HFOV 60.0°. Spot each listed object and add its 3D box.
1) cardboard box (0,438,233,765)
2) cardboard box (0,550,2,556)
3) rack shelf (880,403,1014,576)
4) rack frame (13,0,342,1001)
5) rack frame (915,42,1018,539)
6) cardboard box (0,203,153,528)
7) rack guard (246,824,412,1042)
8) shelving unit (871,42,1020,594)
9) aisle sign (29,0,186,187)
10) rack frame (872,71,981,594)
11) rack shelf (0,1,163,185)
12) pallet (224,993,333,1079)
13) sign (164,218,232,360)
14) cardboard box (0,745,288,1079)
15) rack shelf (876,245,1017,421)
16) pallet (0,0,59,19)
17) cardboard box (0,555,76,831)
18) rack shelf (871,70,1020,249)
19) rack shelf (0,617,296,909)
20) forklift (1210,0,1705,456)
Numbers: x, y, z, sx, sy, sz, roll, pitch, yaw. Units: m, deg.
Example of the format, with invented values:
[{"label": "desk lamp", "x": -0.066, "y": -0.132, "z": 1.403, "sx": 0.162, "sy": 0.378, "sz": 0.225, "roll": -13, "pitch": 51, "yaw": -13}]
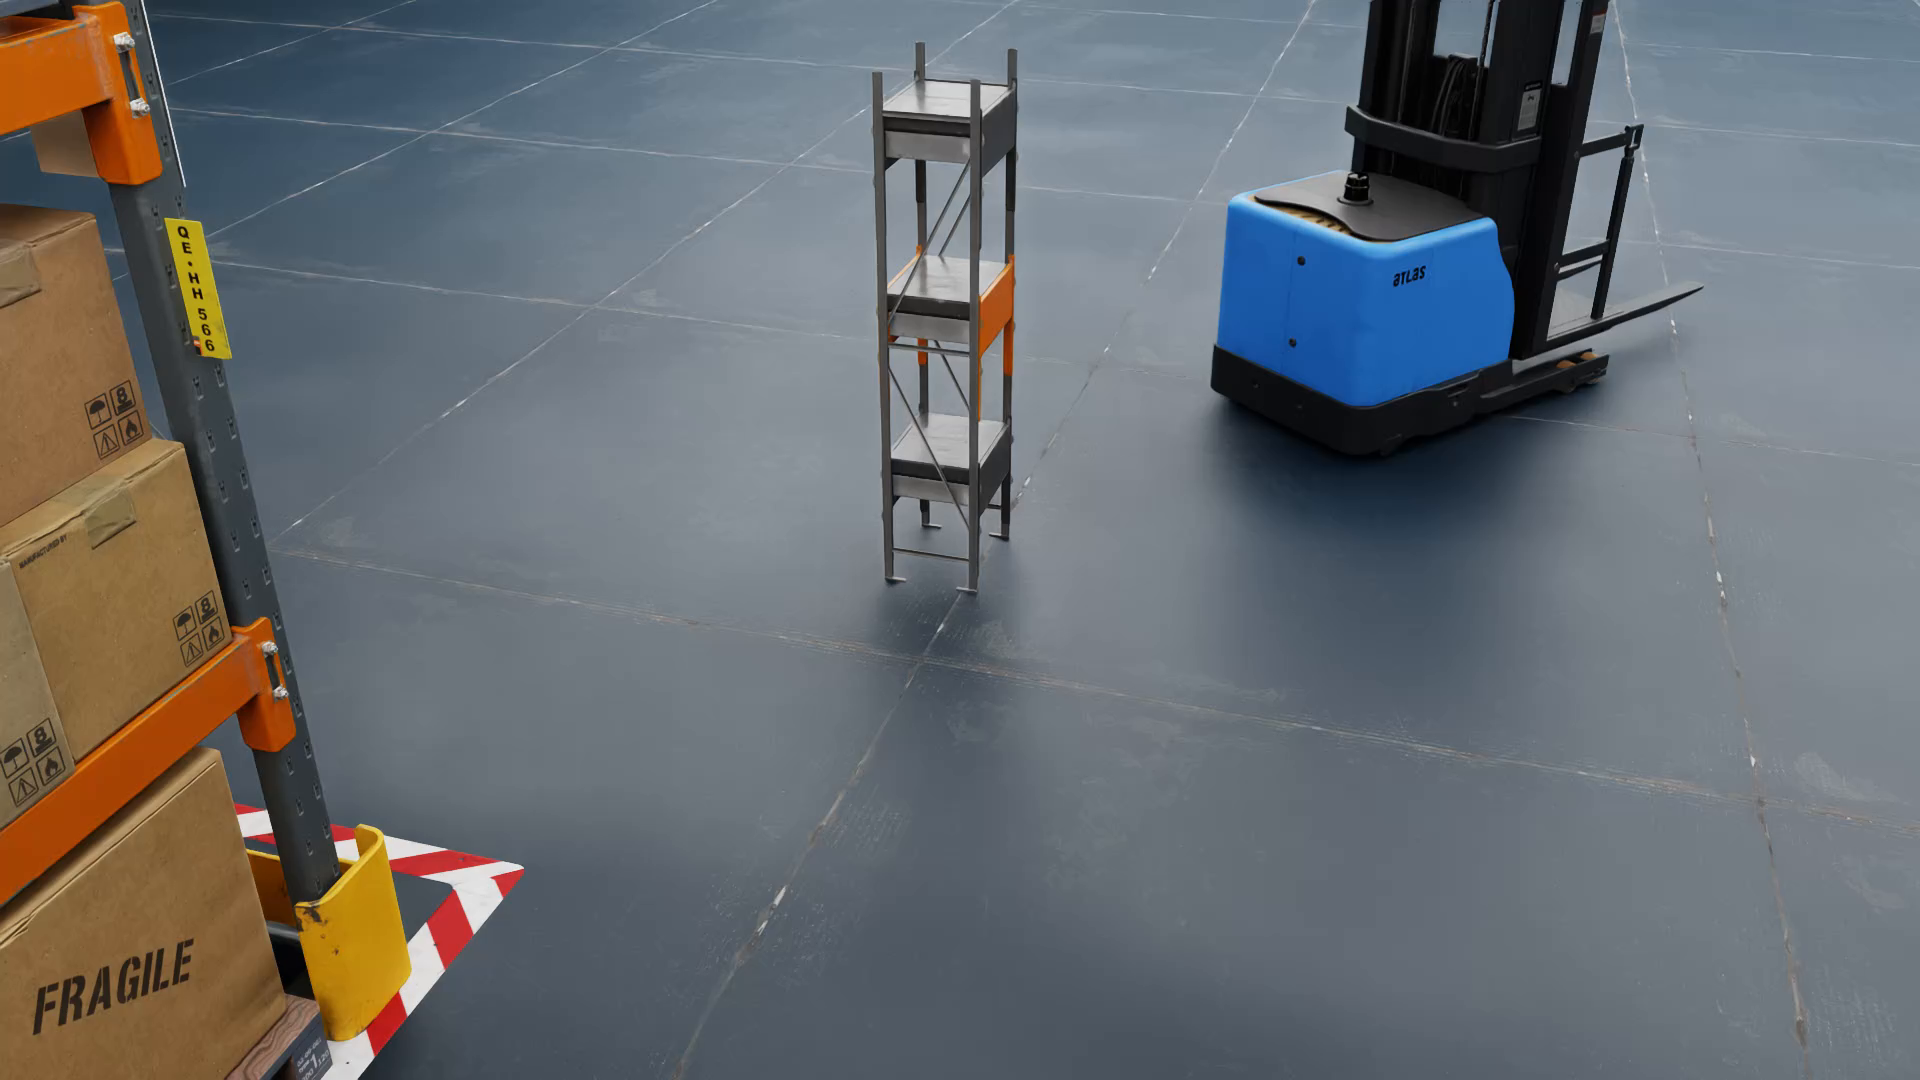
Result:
[{"label": "cardboard box", "x": -2.295, "y": 0.077, "z": 3.873, "sx": 0.875, "sy": 0.550, "sz": 0.550, "roll": 8, "pitch": 30, "yaw": 15}, {"label": "cardboard box", "x": -2.449, "y": -0.139, "z": 3.148, "sx": 0.875, "sy": 0.550, "sz": 0.550, "roll": 8, "pitch": 30, "yaw": 15}, {"label": "rack shelf", "x": -0.049, "y": -0.217, "z": 6.948, "sx": 0.431, "sy": 0.518, "sz": 0.480, "roll": 8, "pitch": 30, "yaw": 15}, {"label": "rack frame", "x": -2.230, "y": -0.037, "z": 4.231, "sx": 1.000, "sy": 3.000, "sz": 0.127, "roll": 8, "pitch": 30, "yaw": 15}, {"label": "rack frame", "x": 0.023, "y": -0.954, "z": 6.805, "sx": 0.400, "sy": 2.100, "sz": 0.015, "roll": 8, "pitch": 30, "yaw": 15}, {"label": "cardboard box", "x": -2.376, "y": -0.407, "z": 3.632, "sx": 0.875, "sy": 0.550, "sz": 0.550, "roll": 8, "pitch": 30, "yaw": 15}, {"label": "rack guard", "x": -2.223, "y": 1.044, "z": 4.858, "sx": 1.175, "sy": 0.500, "sz": 0.348, "roll": 8, "pitch": 30, "yaw": 15}, {"label": "shelving unit", "x": -0.049, "y": -0.841, "z": 6.601, "sx": 0.431, "sy": 2.100, "sz": 0.503, "roll": 8, "pitch": 30, "yaw": 15}, {"label": "aisle sign", "x": -1.922, "y": -1.163, "z": 3.581, "sx": 0.394, "sy": 0.787, "sz": 0.004, "roll": 8, "pitch": 30, "yaw": 15}, {"label": "rack frame", "x": -0.120, "y": -0.727, "z": 6.397, "sx": 0.400, "sy": 2.100, "sz": 0.015, "roll": 8, "pitch": 30, "yaw": 15}, {"label": "rack shelf", "x": -2.817, "y": -0.104, "z": 2.006, "sx": 1.077, "sy": 0.370, "sz": 4.000, "roll": 8, "pitch": 30, "yaw": 15}, {"label": "pallet", "x": -2.390, "y": 1.565, "z": 4.221, "sx": 1.003, "sy": 0.211, "sz": 1.213, "roll": 8, "pitch": 30, "yaw": 15}, {"label": "sign", "x": -1.715, "y": -0.562, "z": 3.741, "sx": 0.100, "sy": 0.325, "sz": 0.005, "roll": 8, "pitch": 30, "yaw": 15}, {"label": "cardboard box", "x": -2.366, "y": 1.033, "z": 4.062, "sx": 0.875, "sy": 0.875, "sz": 0.875, "roll": 9, "pitch": 30, "yaw": 15}, {"label": "rack shelf", "x": -0.049, "y": -0.829, "z": 6.608, "sx": 0.431, "sy": 0.518, "sz": 0.480, "roll": 8, "pitch": 30, "yaw": 15}, {"label": "pallet", "x": -2.438, "y": -0.963, "z": 2.901, "sx": 1.003, "sy": 0.211, "sz": 1.213, "roll": 8, "pitch": 30, "yaw": 15}, {"label": "cardboard box", "x": -2.436, "y": 0.335, "z": 3.407, "sx": 0.875, "sy": 0.550, "sz": 0.550, "roll": 8, "pitch": 30, "yaw": 15}, {"label": "rack shelf", "x": -0.049, "y": -1.440, "z": 6.268, "sx": 0.431, "sy": 0.518, "sz": 0.480, "roll": 8, "pitch": 30, "yaw": 15}, {"label": "rack shelf", "x": -2.817, "y": 1.207, "z": 2.735, "sx": 1.077, "sy": 0.370, "sz": 4.000, "roll": 8, "pitch": 30, "yaw": 15}, {"label": "forklift", "x": 2.778, "y": -2.232, "z": 8.247, "sx": 3.031, "sy": 2.935, "sz": 1.130, "roll": -19, "pitch": 34, "yaw": -30}]
